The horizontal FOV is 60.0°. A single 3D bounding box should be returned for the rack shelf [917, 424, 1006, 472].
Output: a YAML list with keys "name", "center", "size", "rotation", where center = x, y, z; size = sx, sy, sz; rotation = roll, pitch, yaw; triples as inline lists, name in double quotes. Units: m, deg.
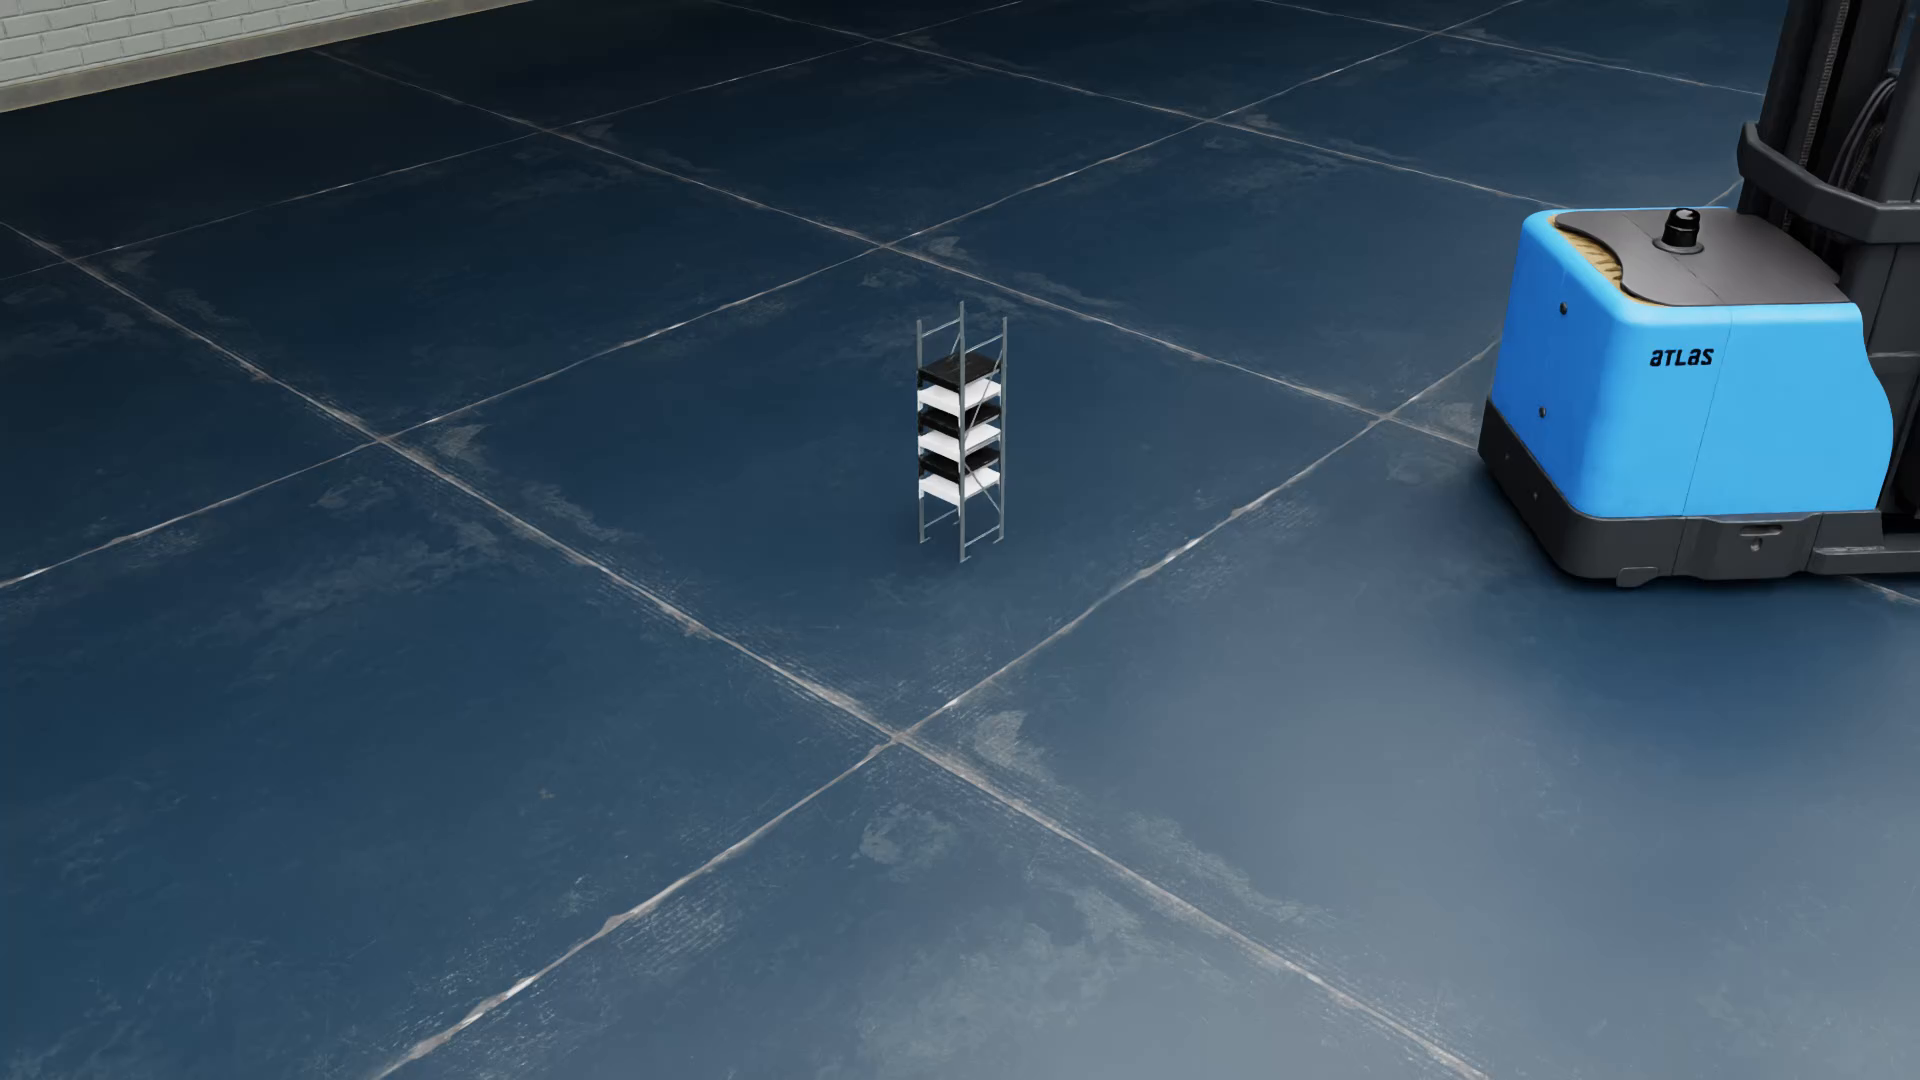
- name: "rack shelf"
  center: [0.006, -0.354, 6.030]
  size: [0.200, 0.077, 0.258]
  rotation: [25, 39, 35]

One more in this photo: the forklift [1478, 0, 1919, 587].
- name: "forklift"
  center: [3.623, -1.373, 5.688]
  size: [3.031, 2.935, 1.130]
  rotation: [-2, 31, -3]

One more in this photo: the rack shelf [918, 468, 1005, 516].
- name: "rack shelf"
  center: [0.006, -0.200, 6.123]
  size: [0.200, 0.077, 0.258]
  rotation: [25, 39, 35]

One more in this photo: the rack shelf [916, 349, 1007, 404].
- name: "rack shelf"
  center: [0.006, -0.585, 5.891]
  size: [0.200, 0.077, 0.258]
  rotation: [25, 39, 35]

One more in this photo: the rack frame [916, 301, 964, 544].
- name: "rack frame"
  center: [-0.069, -0.418, 6.072]
  size: [0.006, 0.900, 0.240]
  rotation: [25, 39, 35]

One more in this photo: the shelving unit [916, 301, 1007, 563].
- name: "shelving unit"
  center: [0.006, -0.383, 6.013]
  size: [0.210, 0.900, 0.258]
  rotation: [25, 39, 35]

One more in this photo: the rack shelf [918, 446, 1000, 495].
- name: "rack shelf"
  center: [0.006, -0.277, 6.077]
  size: [0.200, 0.077, 0.258]
  rotation: [25, 39, 35]

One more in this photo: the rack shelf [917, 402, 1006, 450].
- name: "rack shelf"
  center: [0.006, -0.431, 5.984]
  size: [0.200, 0.077, 0.258]
  rotation: [25, 39, 35]

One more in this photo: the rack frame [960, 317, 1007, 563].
- name: "rack frame"
  center: [0.081, -0.348, 5.955]
  size: [0.006, 0.900, 0.240]
  rotation: [25, 39, 35]

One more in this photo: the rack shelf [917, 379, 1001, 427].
- name: "rack shelf"
  center: [0.006, -0.508, 5.938]
  size: [0.200, 0.077, 0.258]
  rotation: [25, 39, 35]
